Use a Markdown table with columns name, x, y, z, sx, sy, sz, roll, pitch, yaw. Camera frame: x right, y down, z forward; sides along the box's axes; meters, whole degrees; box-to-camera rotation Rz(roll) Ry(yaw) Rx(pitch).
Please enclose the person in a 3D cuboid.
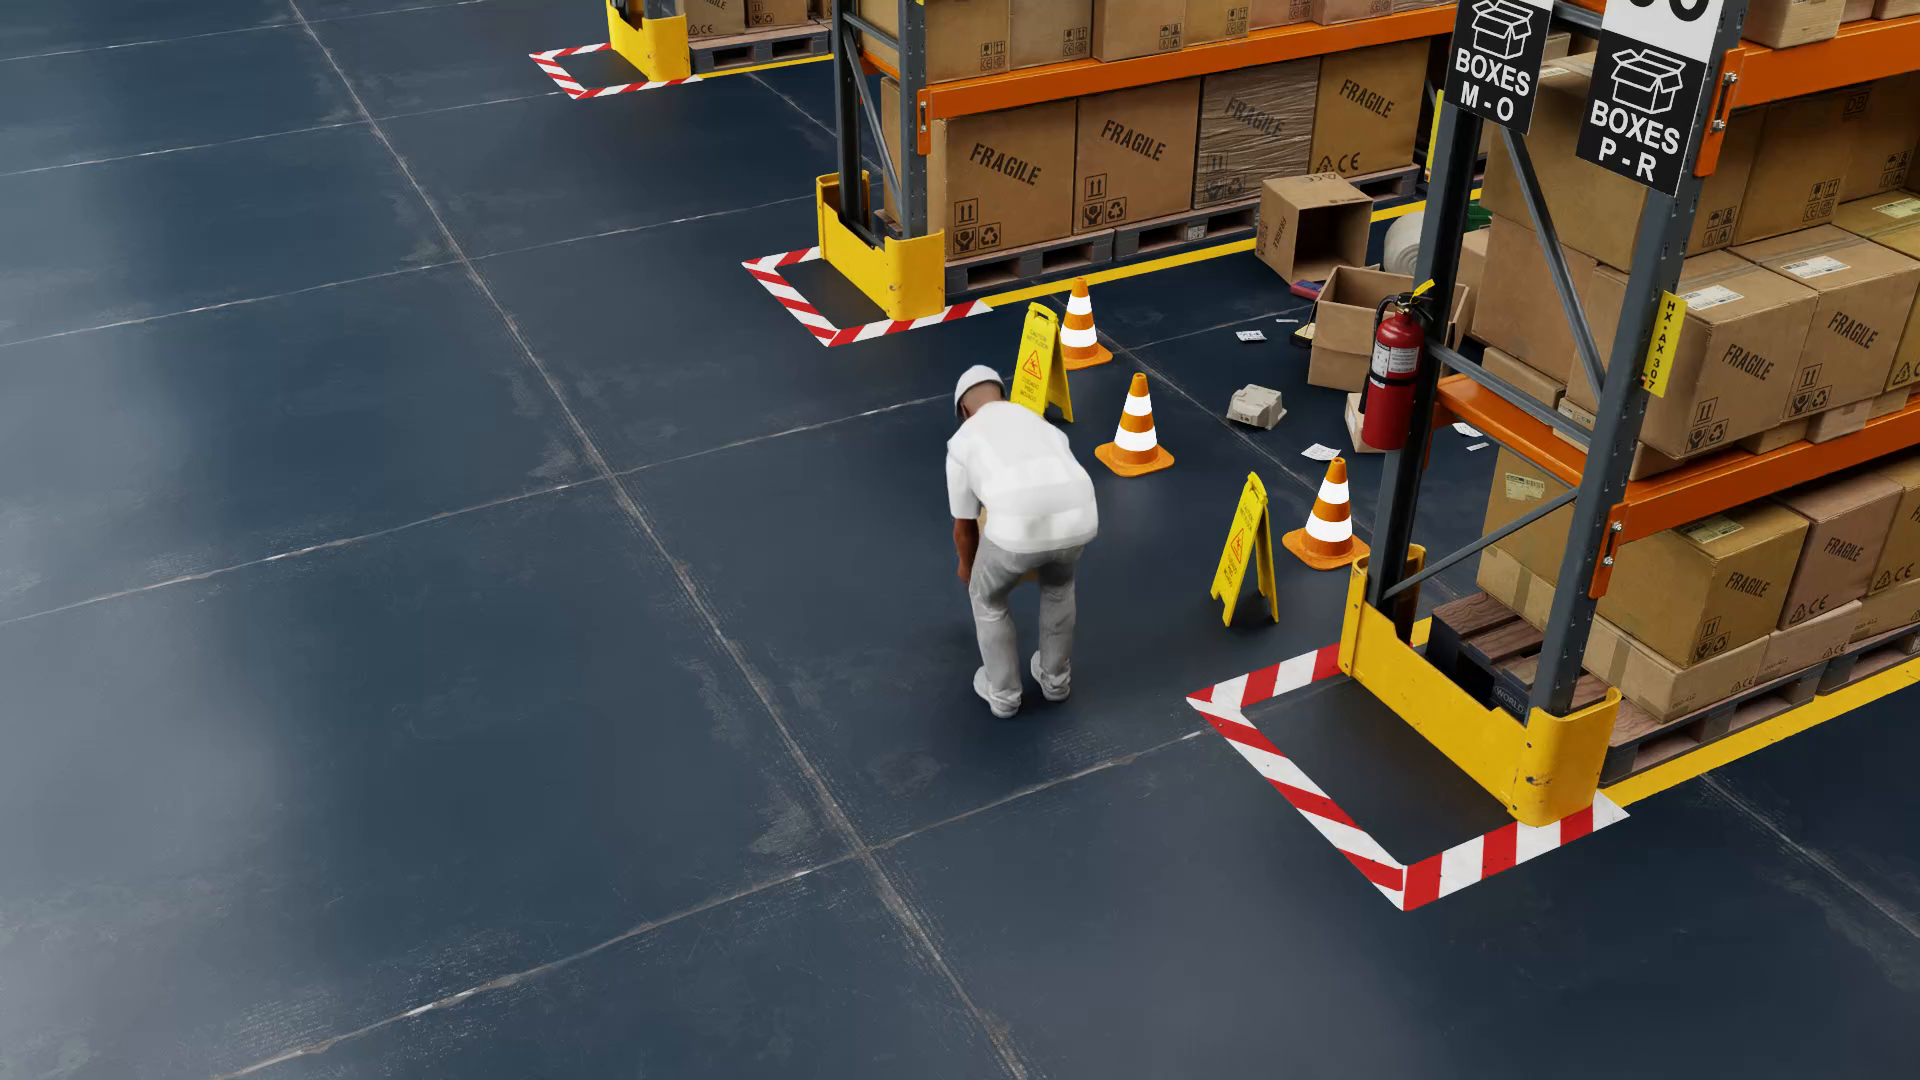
| name | x | y | z | sx | sy | sz | roll | pitch | yaw |
| --- | --- | --- | --- | --- | --- | --- | --- | --- | --- |
| person | 0.194 | 0.007 | 6.631 | 0.476 | 1.192 | 0.967 | -10 | 34 | -15 |
